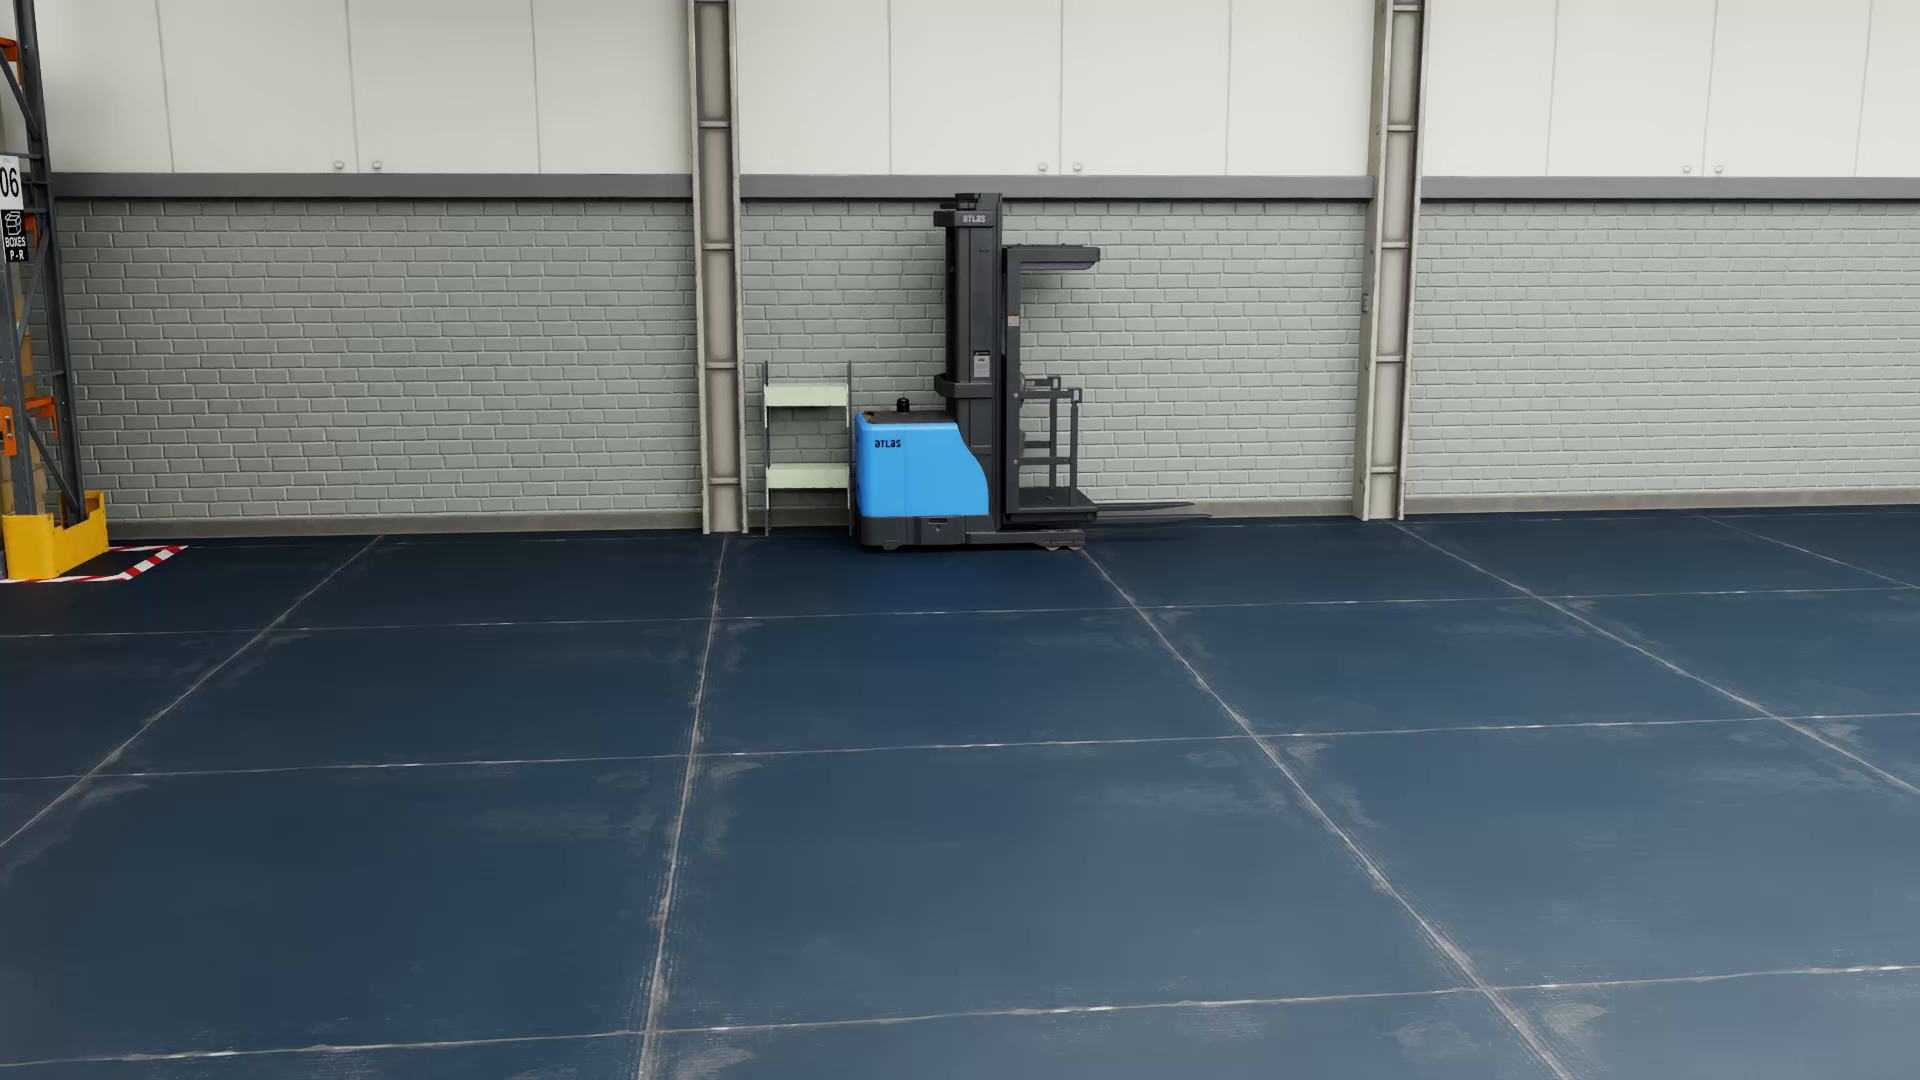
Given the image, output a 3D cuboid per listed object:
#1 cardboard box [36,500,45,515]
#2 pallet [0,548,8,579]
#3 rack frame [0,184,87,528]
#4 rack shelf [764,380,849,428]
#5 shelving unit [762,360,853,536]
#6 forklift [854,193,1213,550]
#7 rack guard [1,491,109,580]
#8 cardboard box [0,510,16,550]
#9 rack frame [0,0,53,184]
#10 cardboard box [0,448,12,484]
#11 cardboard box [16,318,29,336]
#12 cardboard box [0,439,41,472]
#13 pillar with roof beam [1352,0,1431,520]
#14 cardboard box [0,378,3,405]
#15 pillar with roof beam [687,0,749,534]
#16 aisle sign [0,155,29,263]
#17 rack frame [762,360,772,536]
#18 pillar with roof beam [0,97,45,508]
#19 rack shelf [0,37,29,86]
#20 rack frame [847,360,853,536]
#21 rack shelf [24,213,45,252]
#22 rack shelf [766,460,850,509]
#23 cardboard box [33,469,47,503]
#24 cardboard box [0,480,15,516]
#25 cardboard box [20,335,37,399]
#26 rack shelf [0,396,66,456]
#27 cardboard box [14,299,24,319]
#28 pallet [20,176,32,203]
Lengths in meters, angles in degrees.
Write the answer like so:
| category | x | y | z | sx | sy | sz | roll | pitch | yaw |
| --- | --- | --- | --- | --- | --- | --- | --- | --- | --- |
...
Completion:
| category | x | y | z | sx | sy | sz | roll | pitch | yaw |
| --- | --- | --- | --- | --- | --- | --- | --- | --- | --- |
| cardboard box | -7.769 | -0.162 | 13.453 | 0.500 | 0.250 | 0.500 | -1 | 11 | -6 |
| pallet | -8.015 | 0.115 | 13.237 | 1.213 | 0.211 | 1.003 | -1 | 11 | -6 |
| rack frame | -7.260 | -1.277 | 13.089 | 0.127 | 3.000 | 1.000 | -1 | 11 | -6 |
| rack shelf | -1.331 | -1.193 | 14.528 | 0.720 | 0.370 | 0.431 | 0 | 11 | -2 |
| shelving unit | -1.331 | -0.811 | 14.603 | 0.755 | 1.500 | 0.431 | 0 | 11 | -2 |
| forklift | 0.626 | -1.453 | 14.158 | 3.031 | 2.935 | 1.130 | -1 | 11 | -7 |
| rack guard | -7.236 | -0.051 | 13.333 | 0.348 | 0.500 | 1.175 | -1 | 11 | -6 |
| cardboard box | -7.693 | -0.064 | 12.956 | 0.500 | 0.250 | 0.500 | -1 | 11 | -6 |
| rack frame | -7.260 | -4.221 | 12.511 | 0.127 | 3.000 | 1.000 | -1 | 11 | -6 |
| cardboard box | -7.684 | -0.555 | 12.865 | 0.500 | 0.250 | 0.500 | -1 | 11 | -4 |
| cardboard box | -7.625 | -1.687 | 13.234 | 0.250 | 0.149 | 0.380 | -1 | 11 | -8 |
| cardboard box | -7.758 | -0.651 | 13.351 | 0.500 | 0.250 | 0.500 | -1 | 11 | -7 |
| pillar with roof beam | 4.345 | -3.804 | 10.388 | 0.400 | 9.000 | 9.100 | -1 | 11 | -6 |
| cardboard box | -7.721 | -1.266 | 12.771 | 0.500 | 0.500 | 0.500 | -1 | 11 | -7 |
| pillar with roof beam | -1.619 | -3.679 | 9.753 | 0.400 | 9.000 | 9.100 | -1 | 11 | -6 |
| aisle sign | -7.163 | -2.498 | 12.559 | 0.004 | 0.787 | 0.394 | -1 | 11 | -6 |
| rack frame | -1.696 | -0.808 | 14.590 | 0.023 | 1.500 | 0.400 | 0 | 11 | -2 |
| pillar with roof beam | -7.584 | -3.554 | 9.117 | 0.400 | 9.000 | 9.100 | -1 | 11 | -6 |
| rack shelf | -9.248 | -3.630 | 12.407 | 4.000 | 0.370 | 1.077 | -1 | 11 | -6 |
| rack frame | -0.965 | -0.813 | 14.616 | 0.023 | 1.500 | 0.400 | 0 | 11 | -2 |
| rack shelf | -9.248 | -2.355 | 12.658 | 4.000 | 0.370 | 1.077 | -1 | 11 | -6 |
| rack shelf | -1.331 | -0.491 | 14.666 | 0.720 | 0.370 | 0.431 | 0 | 11 | -2 |
| cardboard box | -7.750 | -0.410 | 13.419 | 0.500 | 0.250 | 0.500 | -1 | 11 | -5 |
| cardboard box | -7.710 | -0.309 | 12.909 | 0.500 | 0.250 | 0.500 | -1 | 11 | -7 |
| cardboard box | -7.782 | -1.369 | 13.298 | 0.500 | 0.500 | 0.500 | -1 | 11 | -4 |
| rack shelf | -9.248 | -0.883 | 12.947 | 4.000 | 0.370 | 1.077 | -1 | 11 | -6 |
| cardboard box | -7.617 | -1.825 | 13.161 | 0.250 | 0.149 | 0.380 | -1 | 11 | -7 |
| pallet | -7.965 | -2.696 | 12.759 | 1.213 | 0.211 | 1.003 | -1 | 11 | -6 |
